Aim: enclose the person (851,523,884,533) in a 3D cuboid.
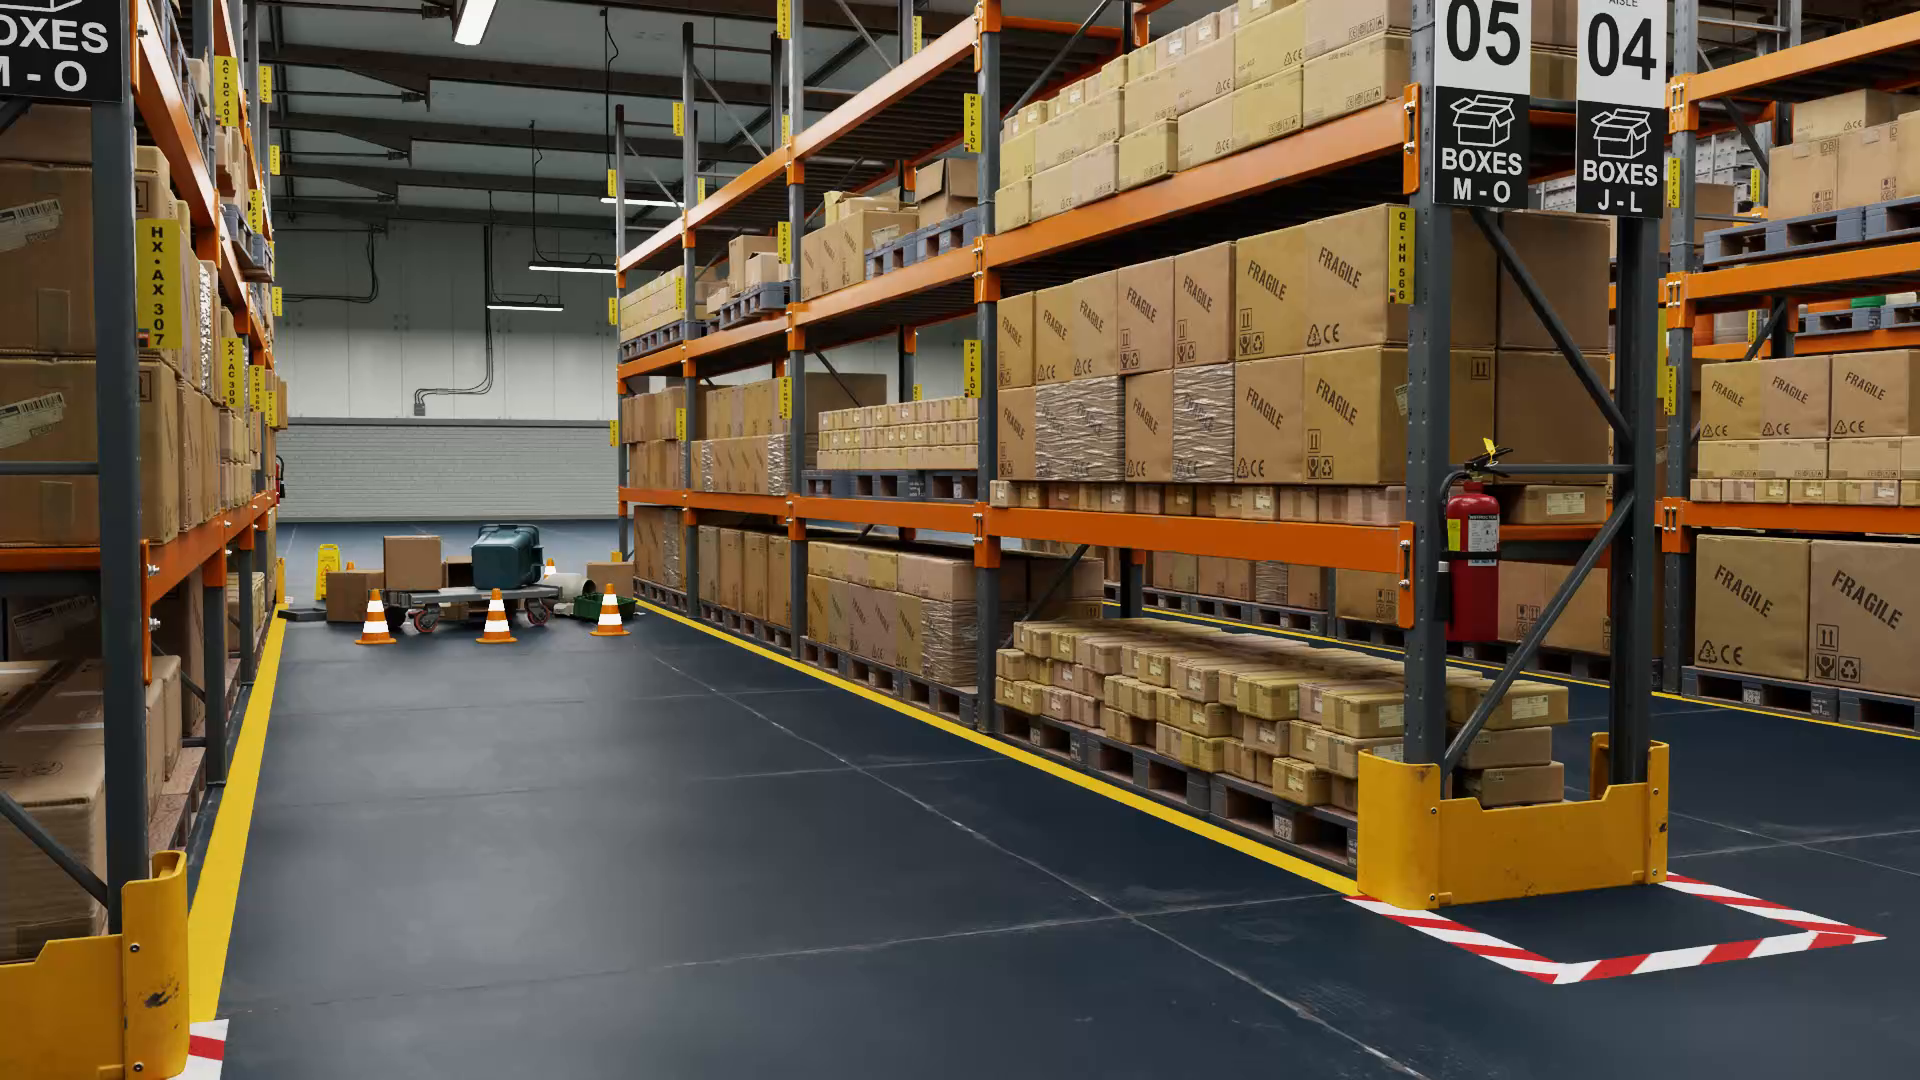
[{"bbox_3d":[-1.048,-0.112,18.895,0.445,1.707,0.488,-1,3,-27],"label":"person"}]
